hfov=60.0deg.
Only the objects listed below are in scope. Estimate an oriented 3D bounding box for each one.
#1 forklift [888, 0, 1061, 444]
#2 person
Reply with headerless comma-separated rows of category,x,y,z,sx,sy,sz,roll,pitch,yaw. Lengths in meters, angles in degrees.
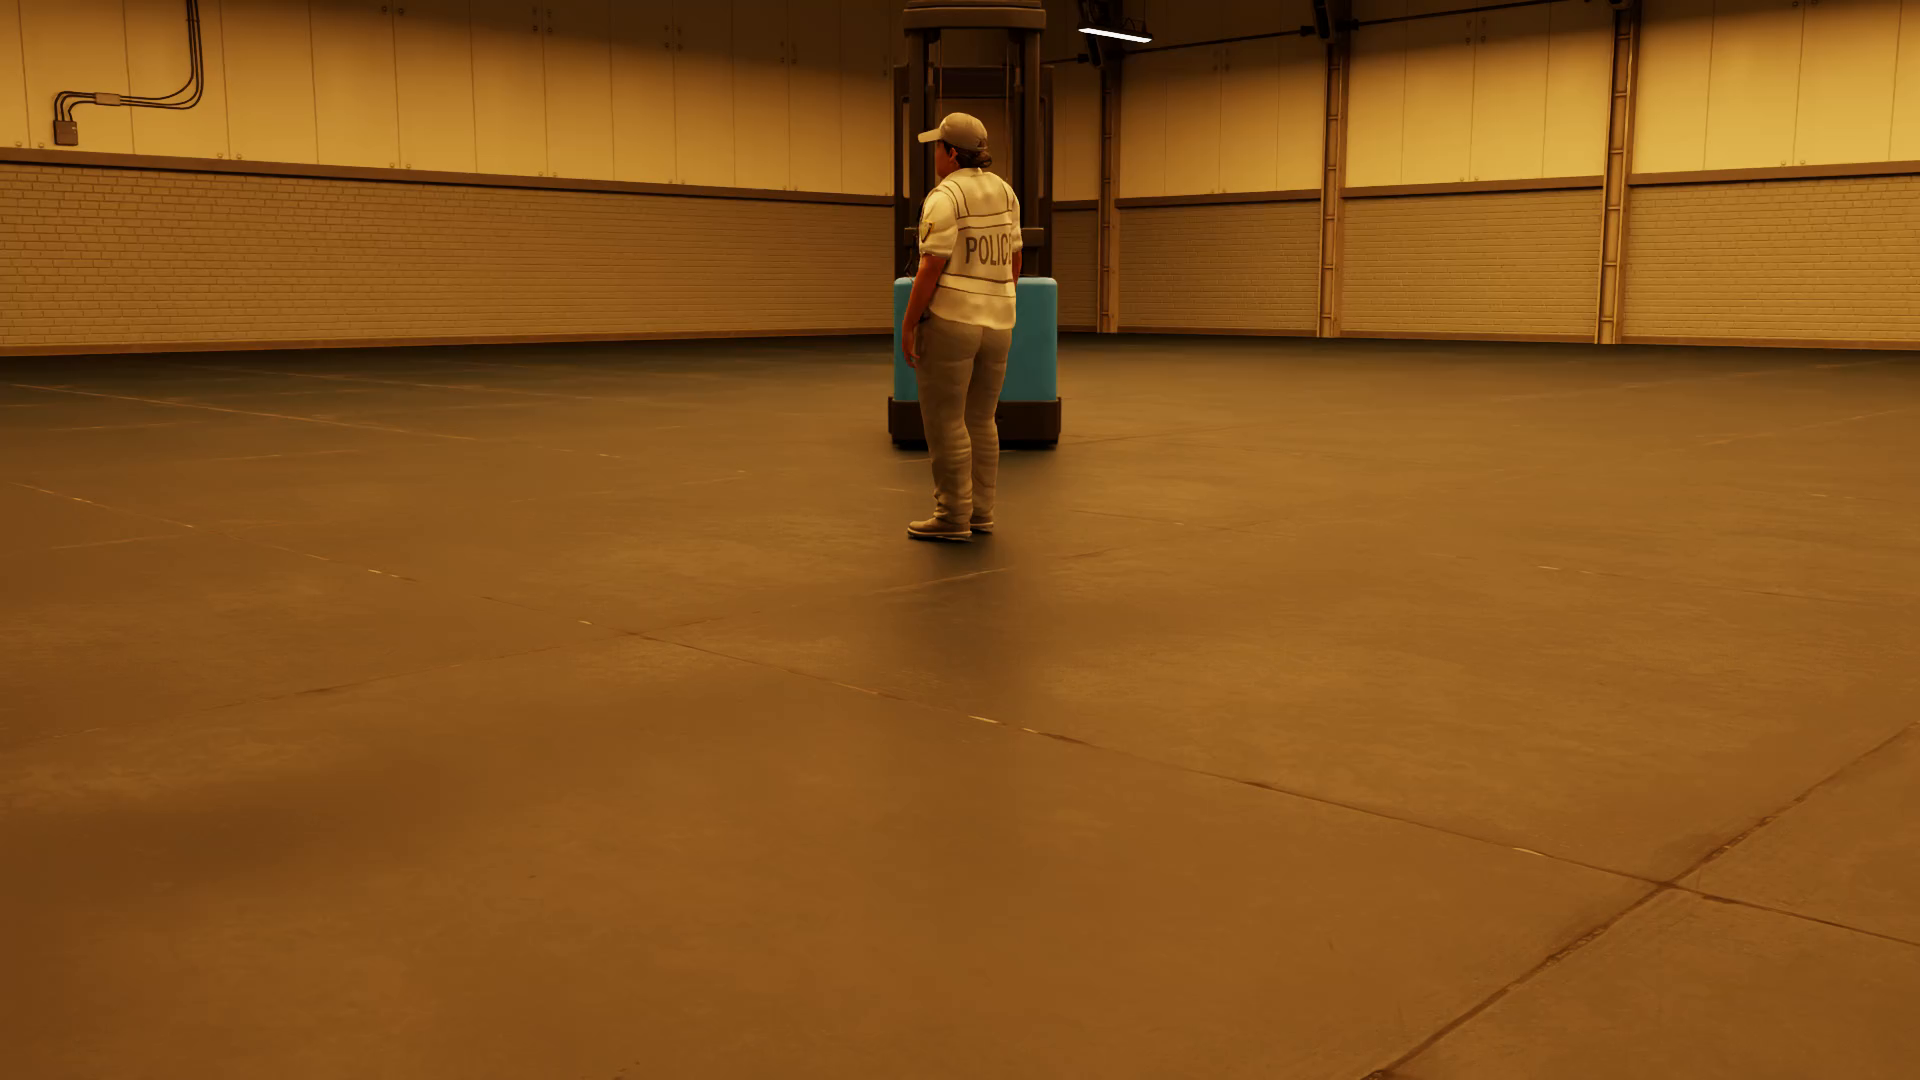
forklift,0.089,-2.228,11.669,1.130,2.935,3.031,0,9,0
person,-0.039,-0.841,6.661,0.529,1.670,0.598,8,12,43
